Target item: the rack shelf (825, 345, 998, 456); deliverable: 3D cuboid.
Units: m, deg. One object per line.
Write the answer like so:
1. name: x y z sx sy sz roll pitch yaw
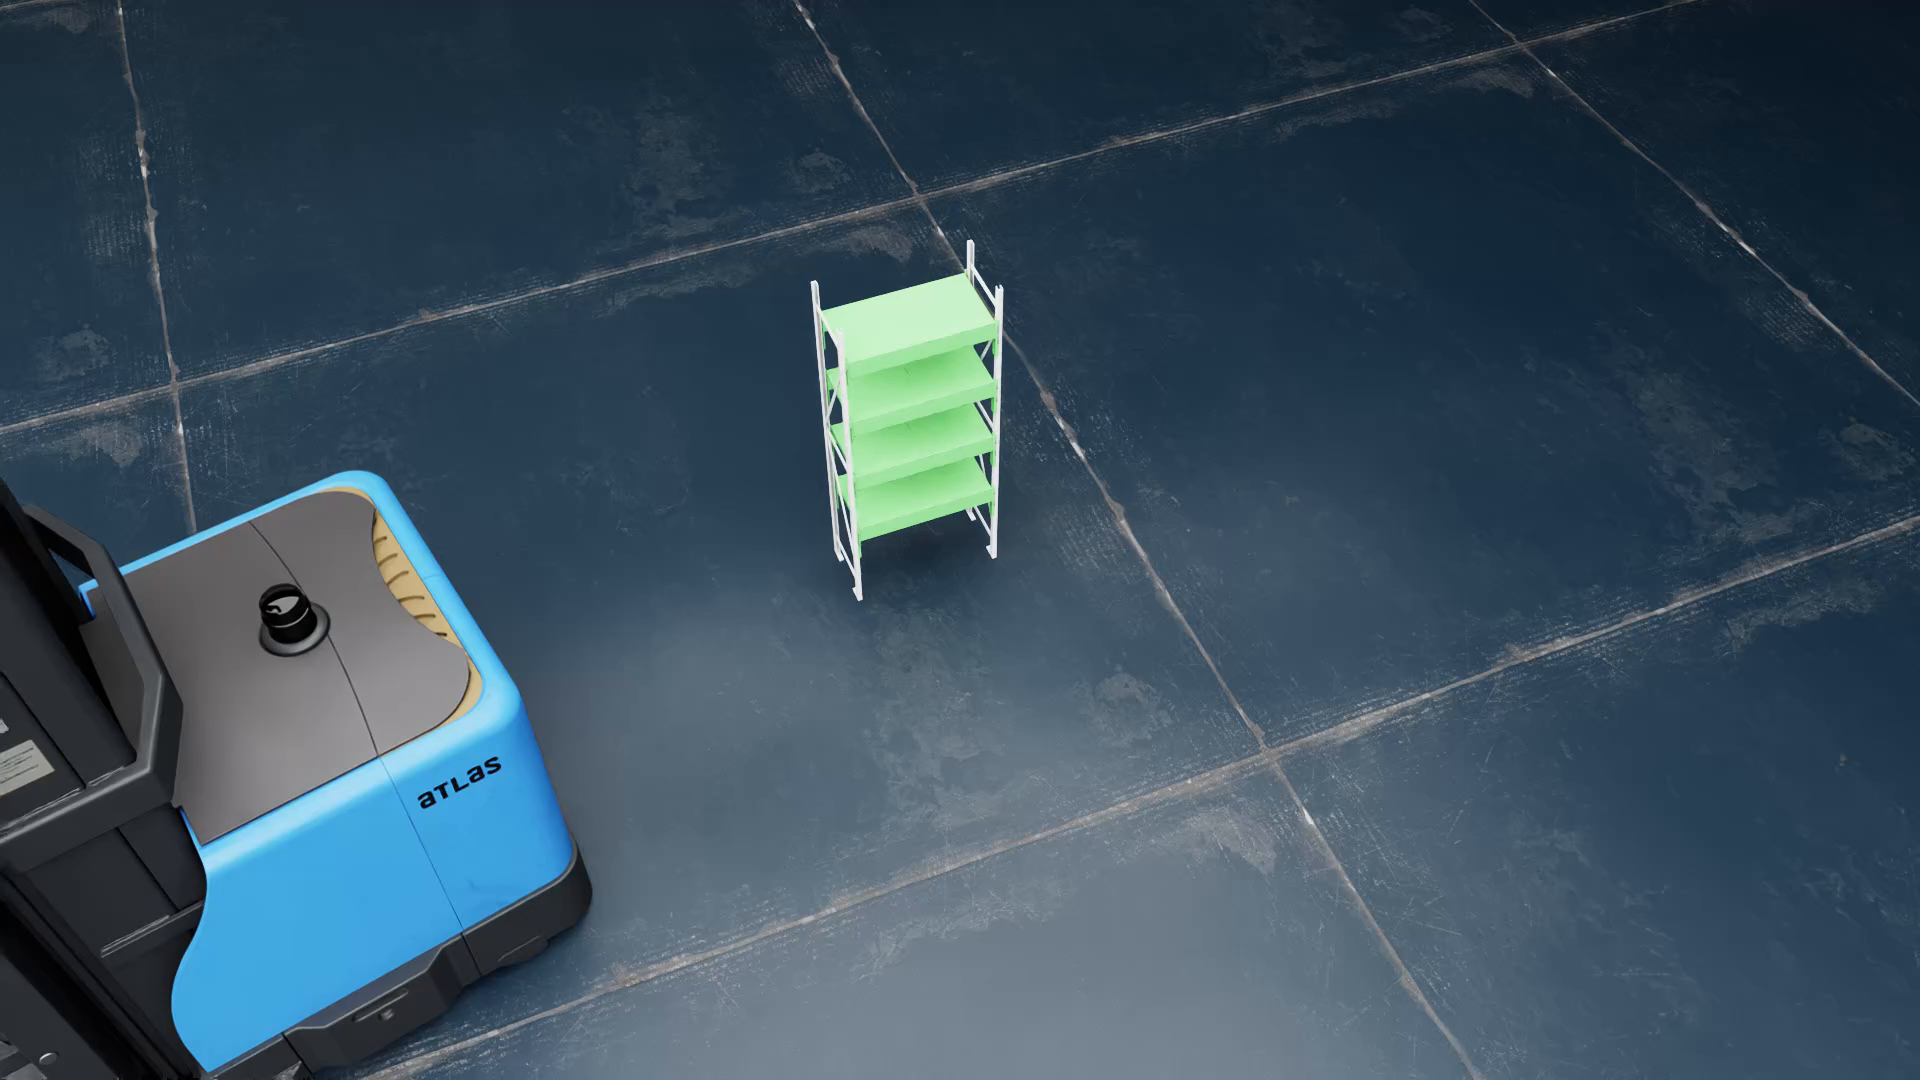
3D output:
1. rack shelf: -0.153 -0.458 5.120 0.480 0.148 0.258 -17 52 -14

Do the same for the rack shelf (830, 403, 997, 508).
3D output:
1. rack shelf: -0.153 -0.302 5.302 0.480 0.148 0.258 -17 52 -14

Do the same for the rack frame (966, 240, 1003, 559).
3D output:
1. rack frame: 0.073 -0.413 5.314 0.015 1.200 0.240 -17 52 -14

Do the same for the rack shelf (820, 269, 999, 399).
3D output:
1. rack shelf: -0.153 -0.614 4.938 0.480 0.148 0.258 -17 52 -14

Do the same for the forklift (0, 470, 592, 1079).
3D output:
1. forklift: -2.558 0.468 3.416 3.031 2.935 1.130 -28 55 -22

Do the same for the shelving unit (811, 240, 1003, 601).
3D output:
1. shelving unit: -0.153 -0.343 5.254 0.503 1.200 0.258 -17 52 -14

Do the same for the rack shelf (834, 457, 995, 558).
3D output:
1. rack shelf: -0.153 -0.145 5.485 0.480 0.148 0.258 -17 52 -14

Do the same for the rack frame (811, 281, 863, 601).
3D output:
1. rack frame: -0.379 -0.273 5.194 0.015 1.200 0.240 -17 52 -14
